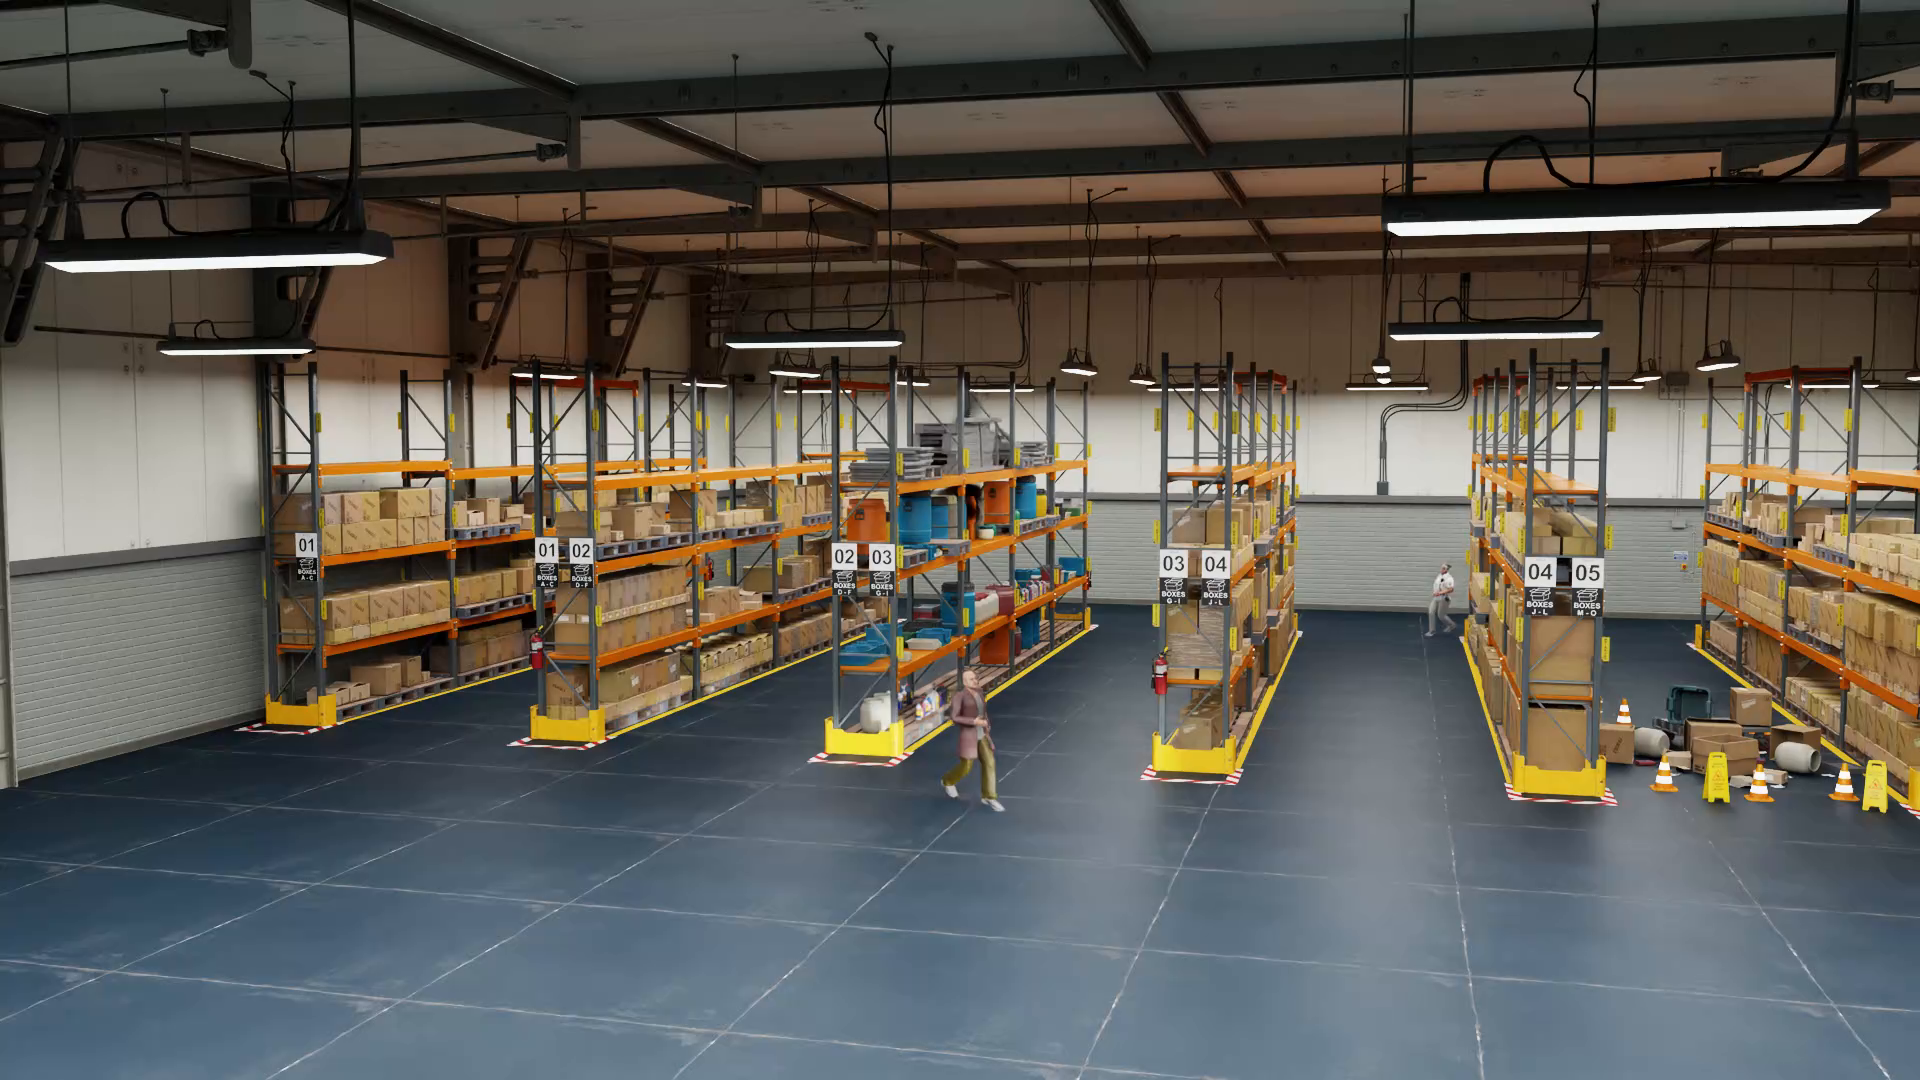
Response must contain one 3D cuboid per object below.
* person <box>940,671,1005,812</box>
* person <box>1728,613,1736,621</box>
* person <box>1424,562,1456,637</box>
[{"bbox_3d":[0.162,2.596,21.720,0.719,1.790,1.055,-4,6,-43],"label":"person"},{"bbox_3d":[17.782,1.431,38.035,0.736,1.732,0.947,-2,4,-26],"label":"person"},{"bbox_3d":[11.340,1.397,38.993,0.797,1.776,0.685,-2,4,-21],"label":"person"}]
